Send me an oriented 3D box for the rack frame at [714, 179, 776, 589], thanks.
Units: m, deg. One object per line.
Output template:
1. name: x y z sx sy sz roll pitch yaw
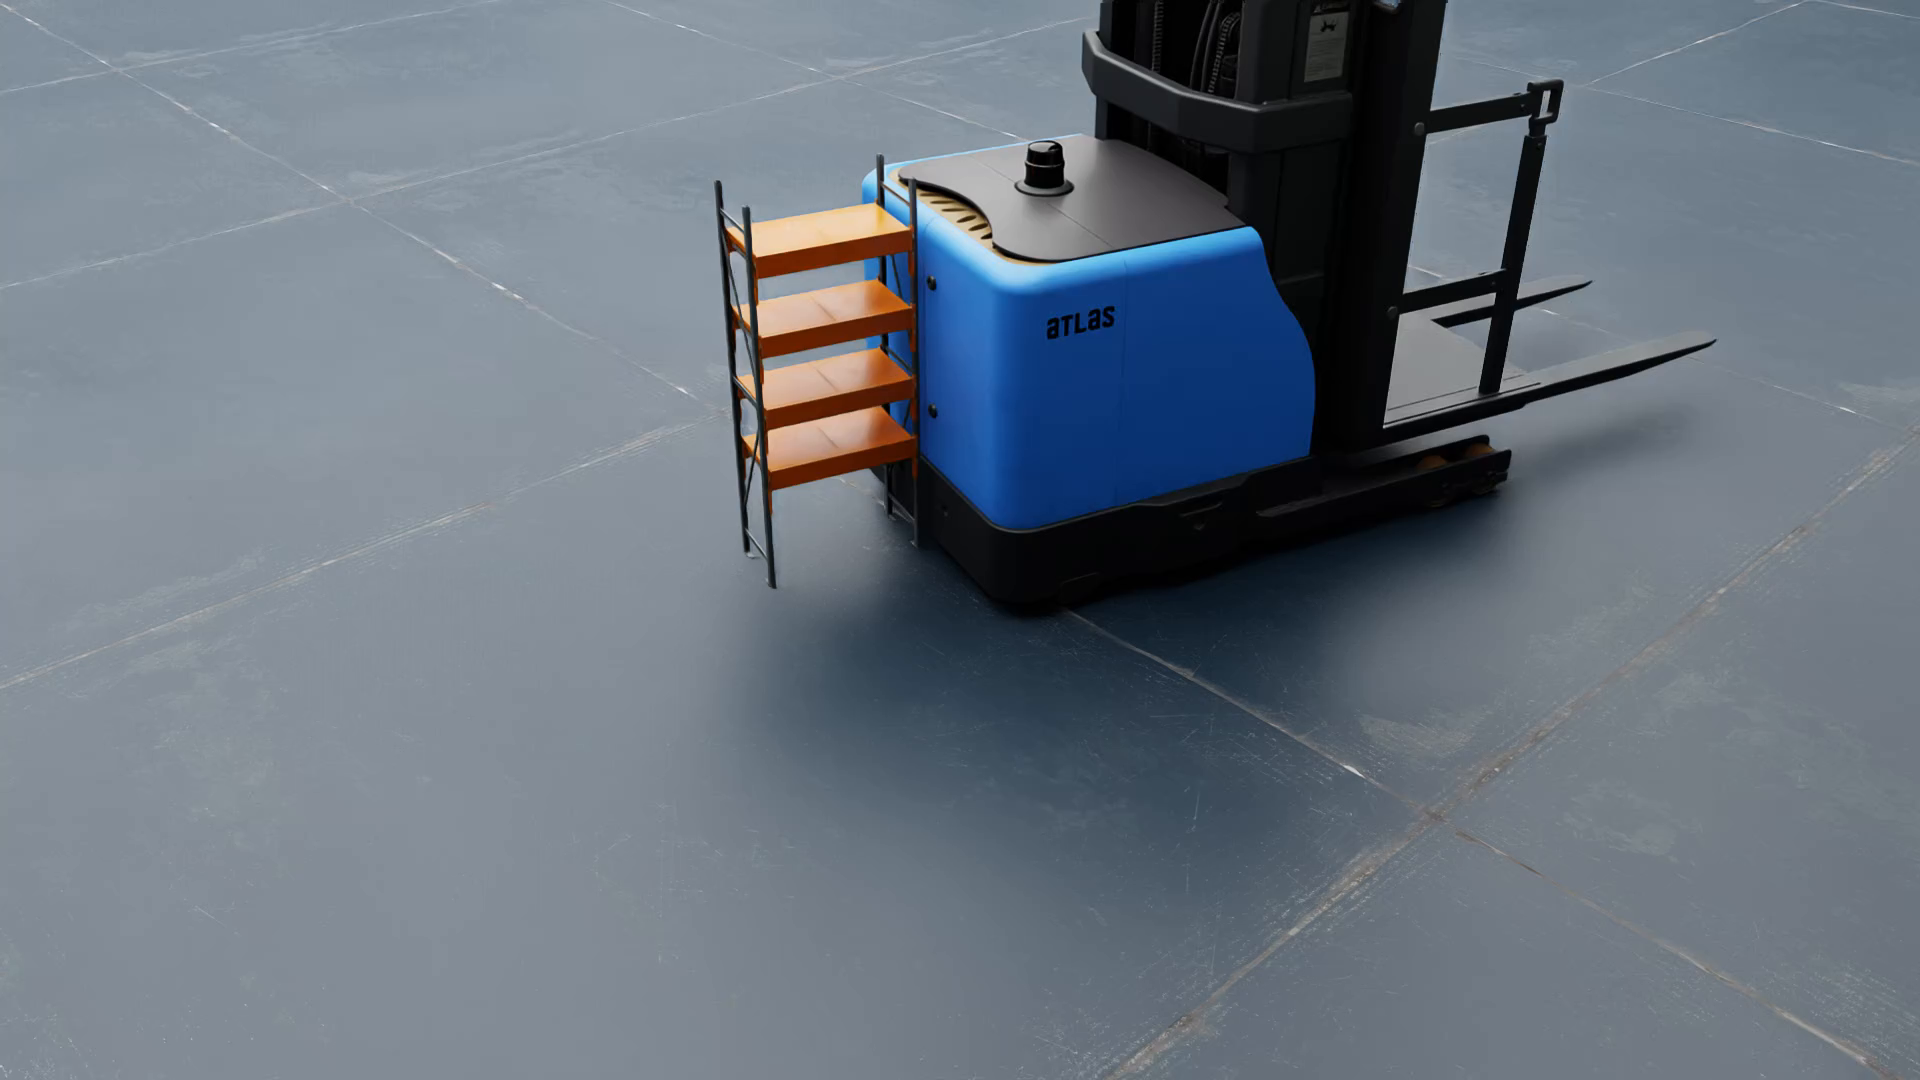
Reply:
1. rack frame: -0.615 -0.422 4.790 0.015 1.200 0.240 -15 34 -23

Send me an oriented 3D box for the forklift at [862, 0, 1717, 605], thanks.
1. forklift: 1.239 -1.587 5.036 3.031 2.935 1.130 -15 34 -23

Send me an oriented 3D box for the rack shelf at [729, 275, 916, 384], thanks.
1. rack shelf: -0.397 -0.613 4.802 0.480 0.148 0.258 -15 34 -23

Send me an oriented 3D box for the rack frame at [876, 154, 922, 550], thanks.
1. rack frame: -0.180 -0.537 4.977 0.015 1.200 0.240 -15 34 -23

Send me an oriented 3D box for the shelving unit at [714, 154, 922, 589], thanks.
1. shelving unit: -0.397 -0.479 4.884 0.503 1.200 0.258 -15 34 -23

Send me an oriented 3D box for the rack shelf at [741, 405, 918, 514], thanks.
1. rack shelf: -0.397 -0.252 5.022 0.480 0.148 0.258 -15 34 -23

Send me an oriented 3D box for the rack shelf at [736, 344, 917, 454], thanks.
1. rack shelf: -0.397 -0.422 4.919 0.480 0.148 0.258 -15 34 -23

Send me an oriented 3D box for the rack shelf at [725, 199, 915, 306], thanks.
1. rack shelf: -0.397 -0.814 4.679 0.480 0.148 0.258 -15 34 -23
